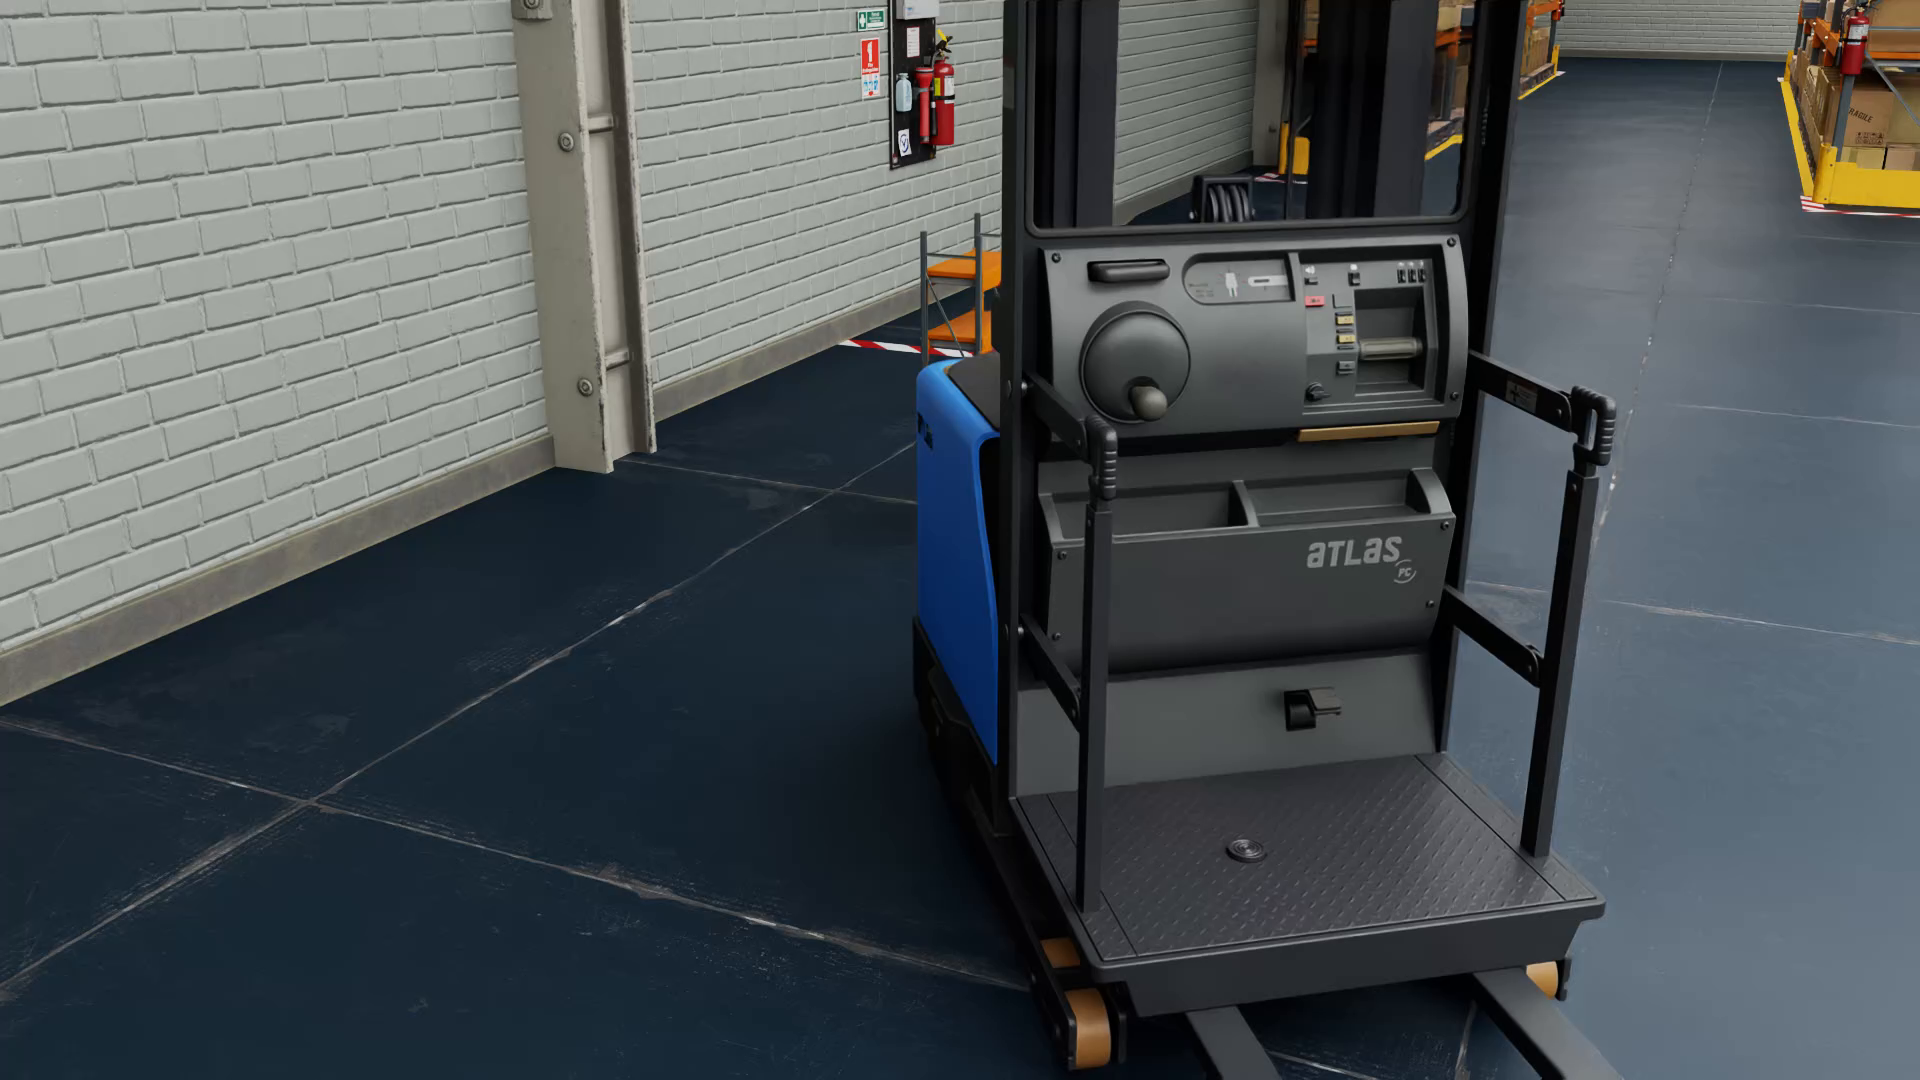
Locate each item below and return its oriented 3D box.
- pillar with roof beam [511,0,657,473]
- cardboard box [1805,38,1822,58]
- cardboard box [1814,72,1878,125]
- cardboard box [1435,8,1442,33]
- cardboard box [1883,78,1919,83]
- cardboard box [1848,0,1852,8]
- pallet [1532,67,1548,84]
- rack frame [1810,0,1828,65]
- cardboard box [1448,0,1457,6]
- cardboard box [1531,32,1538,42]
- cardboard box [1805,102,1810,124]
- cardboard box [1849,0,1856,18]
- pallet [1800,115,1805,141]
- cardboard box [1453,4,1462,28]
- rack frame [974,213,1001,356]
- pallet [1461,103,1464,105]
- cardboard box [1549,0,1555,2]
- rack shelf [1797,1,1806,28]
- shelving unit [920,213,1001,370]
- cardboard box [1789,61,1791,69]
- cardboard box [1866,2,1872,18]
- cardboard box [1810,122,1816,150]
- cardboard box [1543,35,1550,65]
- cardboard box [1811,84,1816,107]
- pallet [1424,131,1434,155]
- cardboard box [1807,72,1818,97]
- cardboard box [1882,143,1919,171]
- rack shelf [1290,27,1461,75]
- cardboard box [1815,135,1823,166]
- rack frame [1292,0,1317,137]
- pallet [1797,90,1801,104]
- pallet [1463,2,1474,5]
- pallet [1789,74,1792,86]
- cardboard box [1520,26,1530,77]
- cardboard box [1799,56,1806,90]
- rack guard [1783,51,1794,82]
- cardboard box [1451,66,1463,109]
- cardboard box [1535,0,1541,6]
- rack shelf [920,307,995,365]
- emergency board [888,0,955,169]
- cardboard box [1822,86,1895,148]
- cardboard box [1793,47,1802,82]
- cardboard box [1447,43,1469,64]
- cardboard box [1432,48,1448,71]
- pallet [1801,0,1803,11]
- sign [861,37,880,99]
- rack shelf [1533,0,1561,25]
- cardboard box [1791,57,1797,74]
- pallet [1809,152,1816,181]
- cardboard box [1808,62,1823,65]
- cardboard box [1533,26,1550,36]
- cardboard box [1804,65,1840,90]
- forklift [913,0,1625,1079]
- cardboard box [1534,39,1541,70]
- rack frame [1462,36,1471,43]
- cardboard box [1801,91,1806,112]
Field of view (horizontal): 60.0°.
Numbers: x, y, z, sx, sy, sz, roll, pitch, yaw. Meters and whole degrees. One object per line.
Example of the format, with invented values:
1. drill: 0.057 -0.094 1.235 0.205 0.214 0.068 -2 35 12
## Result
1. pillar with roof beam: 2.320 -4.022 4.347 9.100 9.000 0.400 9 21 23
2. cardboard box: 12.209 -6.920 23.406 0.500 0.250 0.500 8 21 22
3. cardboard box: 9.083 -4.517 17.050 0.500 0.500 0.500 9 21 23
4. cardboard box: 4.921 -5.636 18.033 0.500 0.250 0.500 9 21 23
5. cardboard box: 9.369 -4.290 16.413 0.500 0.500 0.500 9 21 23
6. cardboard box: 10.933 -6.420 19.896 0.500 0.500 0.500 7 21 20
7. pallet: 9.604 -8.072 28.851 1.003 0.211 1.213 9 21 23
8. rack frame: 11.606 -6.888 21.361 1.000 3.000 0.127 9 21 23
9. cardboard box: 5.336 -6.296 18.770 0.500 0.500 0.500 8 21 22
10. cardboard box: 9.429 -8.410 27.775 0.380 0.149 0.250 9 22 25
11. cardboard box: 10.291 -5.045 19.656 0.500 0.250 0.500 9 21 24
12. cardboard box: 9.792 -5.576 17.523 0.700 0.500 0.500 8 21 21
13. pallet: 10.732 -4.957 20.091 1.003 0.211 1.213 9 21 23
14. cardboard box: 5.529 -6.097 19.329 0.500 0.250 0.500 9 21 23
15. rack frame: 0.168 -0.691 6.620 0.240 1.200 0.015 9 21 23
16. pallet: 6.763 -6.014 23.066 1.003 0.211 1.213 9 21 23
17. cardboard box: 9.873 -9.773 29.024 0.980 0.700 0.700 8 21 22
18. rack shelf: 14.063 -8.384 26.639 1.077 0.370 4.000 9 21 23
19. shelving unit: 0.068 -0.616 6.410 0.258 1.200 0.503 9 21 23
20. cardboard box: 14.396 -8.117 28.415 0.380 0.149 0.250 9 21 23
21. cardboard box: 8.743 -4.792 15.318 0.700 0.500 0.500 9 22 24
22. cardboard box: 9.082 -4.164 17.176 0.500 0.250 0.500 9 21 23
23. cardboard box: 10.165 -8.805 29.854 0.700 0.500 0.500 9 21 23
24. cardboard box: 9.872 -4.995 18.678 0.500 0.311 0.500 9 21 23
25. pallet: 4.706 -4.446 18.655 1.003 0.211 1.213 9 21 23
26. cardboard box: 10.495 -5.461 19.987 0.500 0.311 0.500 8 21 22
27. cardboard box: 8.752 -3.479 15.250 0.500 0.250 0.500 9 21 23
28. rack shelf: 4.628 -5.394 18.233 1.077 0.370 4.000 9 21 23
29. cardboard box: 8.473 -3.704 15.885 0.500 0.250 0.500 9 21 23
30. rack frame: 3.809 -5.121 16.393 1.000 3.000 0.127 9 21 23
31. pallet: 12.945 -6.543 24.553 1.003 0.211 1.213 9 21 23
32. pallet: 6.311 -6.866 21.584 1.003 0.211 1.213 9 21 23
33. pallet: 14.525 -7.753 27.954 1.003 0.211 1.213 9 21 23
34. cardboard box: 8.575 -7.758 26.389 0.750 0.750 0.750 9 21 23
35. cardboard box: 12.403 -6.710 23.934 0.500 0.500 0.500 9 21 23
36. rack guard: 14.850 -8.133 28.592 1.175 0.500 0.348 9 21 23
37. cardboard box: 6.145 -5.916 21.702 0.700 0.500 0.500 9 21 23
38. cardboard box: 8.960 -9.095 27.118 0.980 0.700 0.700 9 21 24
39. rack shelf: 0.068 -0.763 6.358 0.258 0.148 0.480 9 21 23
40. emergency board: -0.197 -2.870 10.061 0.194 1.169 0.643 9 21 23
41. cardboard box: 8.278 -3.903 15.325 0.500 0.500 0.500 9 21 23
42. cardboard box: 13.218 -7.354 25.744 0.500 0.500 0.500 9 21 23
43. cardboard box: 6.547 -6.557 22.384 0.500 0.250 0.500 9 21 24
44. cardboard box: 5.910 -6.089 21.070 0.500 0.250 0.500 8 21 22
45. pallet: 12.817 -7.791 24.187 1.003 0.211 1.213 9 21 23
46. sign: -0.518 -2.732 9.620 0.001 0.329 0.234 9 21 23
47. rack shelf: 9.542 -9.062 28.547 1.077 0.370 4.000 9 21 23
48. cardboard box: 13.991 -7.813 27.408 0.500 0.250 0.500 9 21 23
49. pallet: 9.105 -3.740 16.671 1.003 0.211 1.213 9 21 23
50. cardboard box: 11.774 -6.236 22.601 0.500 0.500 0.500 9 22 25
51. cardboard box: 10.279 -9.046 29.565 0.380 0.149 0.250 8 21 22
52. cardboard box: 11.123 -5.935 21.321 0.500 0.311 0.500 9 22 25
53. forklift: 0.680 -0.432 3.308 1.130 2.935 3.031 -4 20 -12
54. cardboard box: 9.543 -8.334 28.530 0.700 0.500 0.500 9 22 24
55. rack frame: 7.085 -7.567 23.269 1.000 3.000 0.127 9 21 23
56. cardboard box: 10.918 -5.517 20.983 0.500 0.250 0.500 8 21 21
